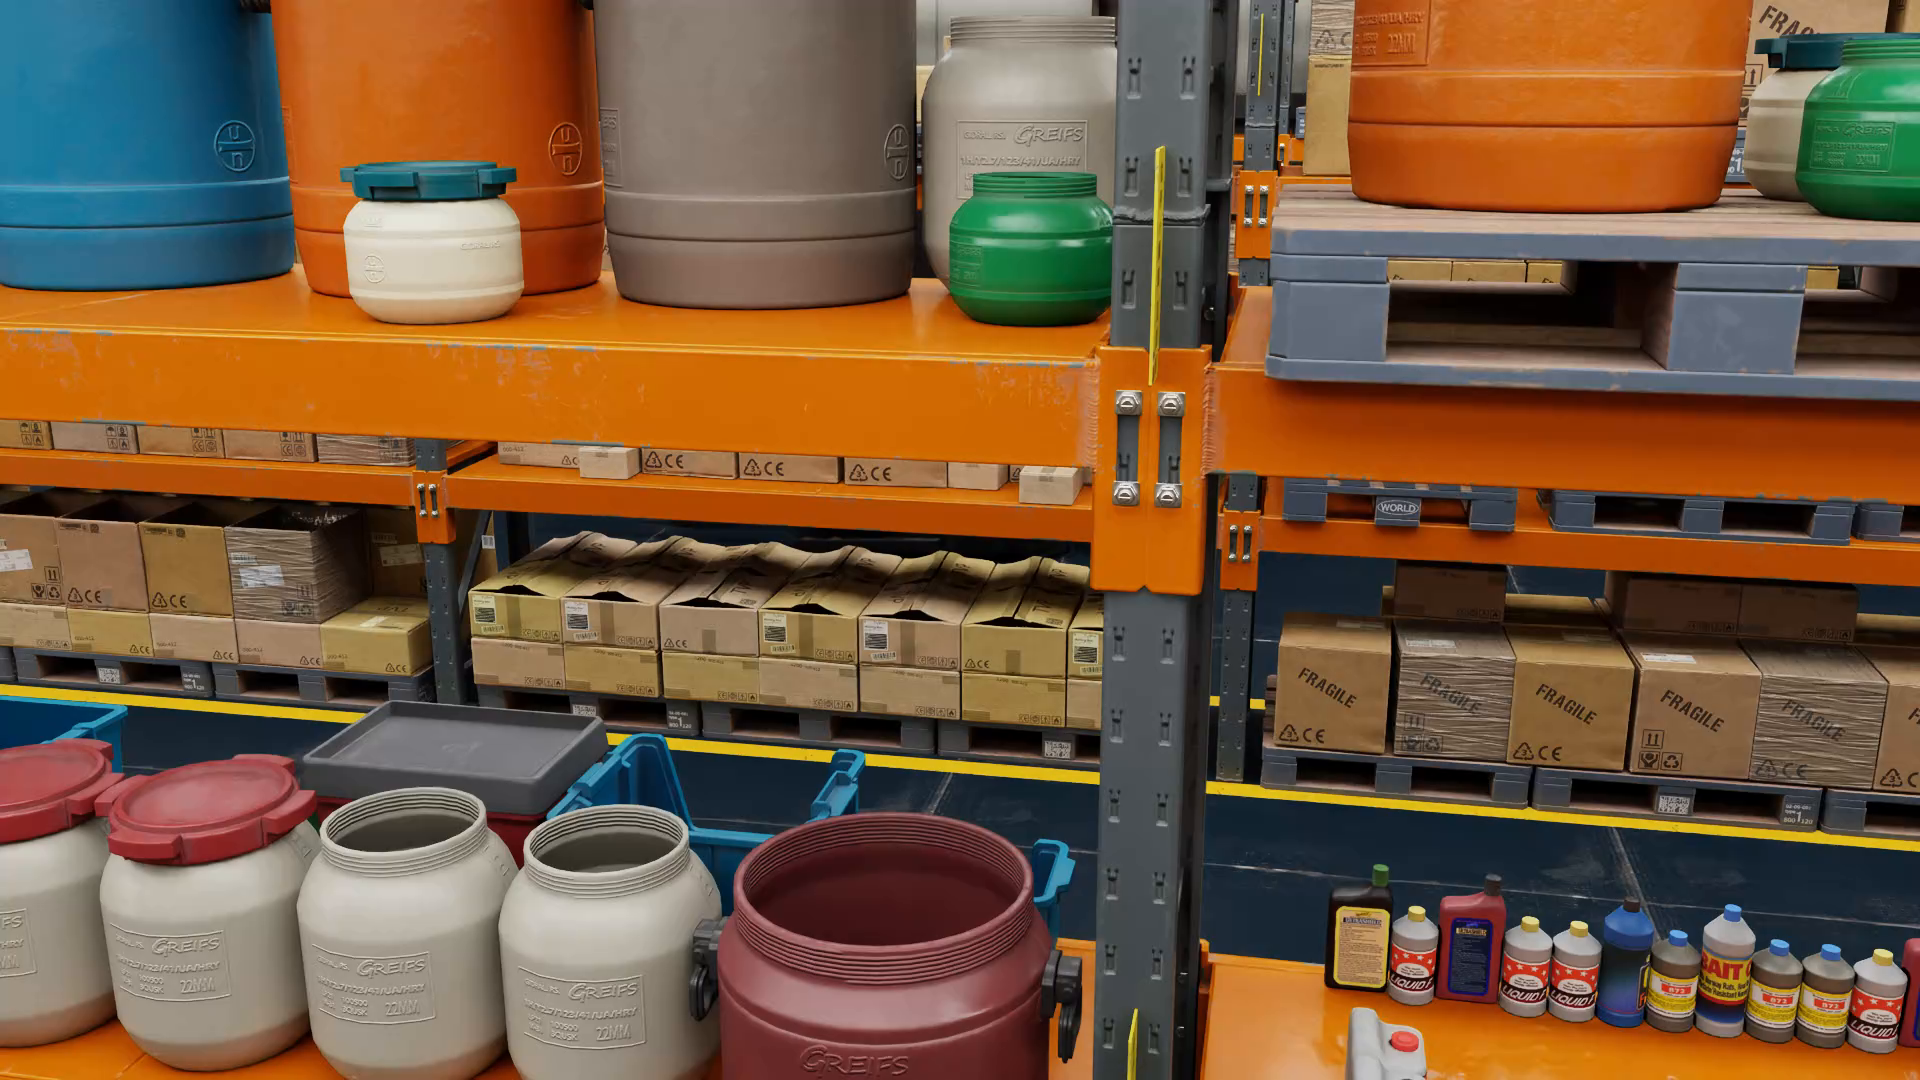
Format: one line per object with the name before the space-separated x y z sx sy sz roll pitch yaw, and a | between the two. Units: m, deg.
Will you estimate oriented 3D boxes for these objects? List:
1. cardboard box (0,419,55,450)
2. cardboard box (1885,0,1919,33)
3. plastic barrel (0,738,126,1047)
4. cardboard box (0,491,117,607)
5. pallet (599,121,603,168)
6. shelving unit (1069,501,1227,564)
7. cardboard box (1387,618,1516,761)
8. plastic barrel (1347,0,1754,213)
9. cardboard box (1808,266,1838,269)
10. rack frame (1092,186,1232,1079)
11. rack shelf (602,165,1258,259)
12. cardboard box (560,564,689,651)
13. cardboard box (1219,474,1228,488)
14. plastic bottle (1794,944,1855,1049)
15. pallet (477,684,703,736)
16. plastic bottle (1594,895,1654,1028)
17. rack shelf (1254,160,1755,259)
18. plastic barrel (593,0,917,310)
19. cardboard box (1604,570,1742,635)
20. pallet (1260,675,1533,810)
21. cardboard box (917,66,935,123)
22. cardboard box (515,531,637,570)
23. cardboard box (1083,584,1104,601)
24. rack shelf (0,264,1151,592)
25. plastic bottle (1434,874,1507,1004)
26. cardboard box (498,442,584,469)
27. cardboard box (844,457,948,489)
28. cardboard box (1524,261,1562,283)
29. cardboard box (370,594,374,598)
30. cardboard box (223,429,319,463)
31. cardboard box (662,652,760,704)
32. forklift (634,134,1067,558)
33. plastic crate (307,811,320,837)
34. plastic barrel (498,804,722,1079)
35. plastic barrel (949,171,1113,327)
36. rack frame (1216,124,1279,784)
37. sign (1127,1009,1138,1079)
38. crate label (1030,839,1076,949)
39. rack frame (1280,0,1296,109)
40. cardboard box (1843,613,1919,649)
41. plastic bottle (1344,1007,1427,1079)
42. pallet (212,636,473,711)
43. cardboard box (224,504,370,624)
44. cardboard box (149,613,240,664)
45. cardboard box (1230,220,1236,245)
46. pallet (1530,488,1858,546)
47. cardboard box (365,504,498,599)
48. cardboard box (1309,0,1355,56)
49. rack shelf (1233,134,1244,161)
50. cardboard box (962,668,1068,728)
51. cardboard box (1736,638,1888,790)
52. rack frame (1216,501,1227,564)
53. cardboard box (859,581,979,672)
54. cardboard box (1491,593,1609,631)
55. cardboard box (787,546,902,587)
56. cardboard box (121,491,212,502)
cardboard box | -5.013 -0.821 9.148 0.500 0.500 0.700 3 16 11
cardboard box | 4.152 -2.037 6.945 0.600 0.600 0.600 3 16 10
plastic barrel | -1.927 0.735 3.465 0.433 0.535 0.433 0 15 0
cardboard box | -5.005 0.042 9.180 0.500 0.500 0.500 3 16 11
pallet | -1.682 -1.952 8.160 1.217 0.209 0.805 2 16 9
shelving unit | 1.326 -0.651 11.532 1.048 1.500 0.538 3 16 12
cardboard box | 2.274 0.688 7.746 0.500 0.500 0.500 3 16 9
plastic barrel | 0.936 -0.958 2.621 0.708 0.830 0.600 3 16 11
cardboard box | 5.765 -2.033 11.527 0.500 0.250 0.500 4 16 12
rack frame | 0.380 0.866 3.247 0.127 3.000 1.000 3 16 11
rack shelf | -0.589 -1.635 8.003 4.000 0.370 1.077 3 16 11
cardboard box | -1.704 0.325 8.512 0.500 0.311 0.500 3 16 10
cardboard box | 1.023 -0.417 8.047 0.500 0.311 0.500 4 16 15
plastic bottle | 1.769 0.926 3.402 0.097 0.201 0.097 0 15 0
pallet | -1.819 0.730 8.959 1.213 0.211 1.003 3 16 11
plastic bottle | 1.388 0.872 3.468 0.097 0.271 0.097 0 15 0
rack shelf | 3.331 -1.422 7.235 4.000 0.370 1.077 3 16 11
plastic barrel | -0.382 -0.922 3.142 0.600 0.901 0.600 0 15 0
cardboard box | 3.393 0.245 7.941 0.500 0.250 0.500 3 16 10
pallet | 2.095 0.964 8.117 1.213 0.211 1.003 3 16 11
cardboard box | -0.161 -2.071 7.725 0.500 0.250 0.500 3 16 10
cardboard box | -2.095 0.157 9.121 0.500 0.311 0.500 3 16 11
cardboard box | 0.916 0.318 8.538 0.500 0.311 0.500 4 16 13
rack shelf | -1.580 -0.339 3.326 4.000 0.370 1.077 3 16 11
plastic bottle | 1.087 0.844 3.543 0.133 0.283 0.061 3 16 11
cardboard box | -2.058 -0.555 8.659 0.500 0.250 0.500 4 16 15
cardboard box | -0.277 -0.563 8.217 0.500 0.500 0.500 2 16 8
cardboard box | 4.288 -1.751 11.913 0.500 0.500 0.500 4 16 13
cardboard box | -3.432 0.348 9.479 0.500 0.250 0.500 3 16 11
cardboard box | -3.503 -0.739 8.853 0.500 0.500 0.700 3 16 11
cardboard box | -1.194 0.621 8.495 0.500 0.250 0.500 3 16 9
forklift | -0.760 -1.407 11.581 3.031 2.935 1.130 1 15 2
plastic crate | -1.777 0.774 3.975 0.662 0.188 0.450 3 16 11
plastic barrel | -0.671 0.813 3.227 0.421 0.512 0.421 0 15 0
plastic barrel | 0.128 -0.504 2.866 0.294 0.245 0.294 0 15 0
rack frame | 1.371 -0.430 7.924 0.127 3.000 1.000 3 16 11
sign | 0.277 0.932 2.704 0.005 0.325 0.100 3 16 11
crate label | 0.042 0.826 3.704 0.416 0.233 0.303 3 16 11
rack frame | 2.354 -4.617 11.802 0.127 3.000 1.000 3 16 11
cardboard box | 4.340 0.661 7.845 0.500 0.500 0.500 3 16 12
plastic bottle | 0.770 0.994 3.018 0.135 0.276 0.152 3 16 11
pallet | -3.320 0.648 9.256 1.213 0.211 1.003 3 16 11
cardboard box | -3.535 0.122 8.892 0.500 0.500 0.500 3 16 11
cardboard box | -4.028 0.461 9.073 0.500 0.250 0.500 3 16 11
cardboard box | 2.010 -2.309 12.482 0.250 0.149 0.380 1 16 4
pallet | 3.277 -0.235 7.580 1.213 0.211 1.003 3 16 11
cardboard box | -2.941 0.012 9.287 0.500 0.500 0.500 3 16 11
cardboard box | 1.797 -2.380 7.287 0.500 0.500 0.500 3 16 11
rack shelf | 0.394 -2.931 12.682 4.000 0.370 1.077 3 16 11
cardboard box | 0.301 0.703 8.201 0.500 0.250 0.500 3 16 10
cardboard box | 3.776 0.769 7.454 0.500 0.500 0.500 3 16 12
rack frame | 1.822 -0.621 11.425 0.032 1.500 0.500 3 16 12
cardboard box | -0.196 0.406 8.221 0.500 0.311 0.500 3 16 11
cardboard box | 2.841 0.579 8.141 0.500 0.500 0.500 3 16 9
cardboard box | -0.604 0.238 8.829 0.500 0.311 0.500 3 16 10
cardboard box | -4.411 -0.067 9.573 0.500 0.500 0.500 3 16 11
